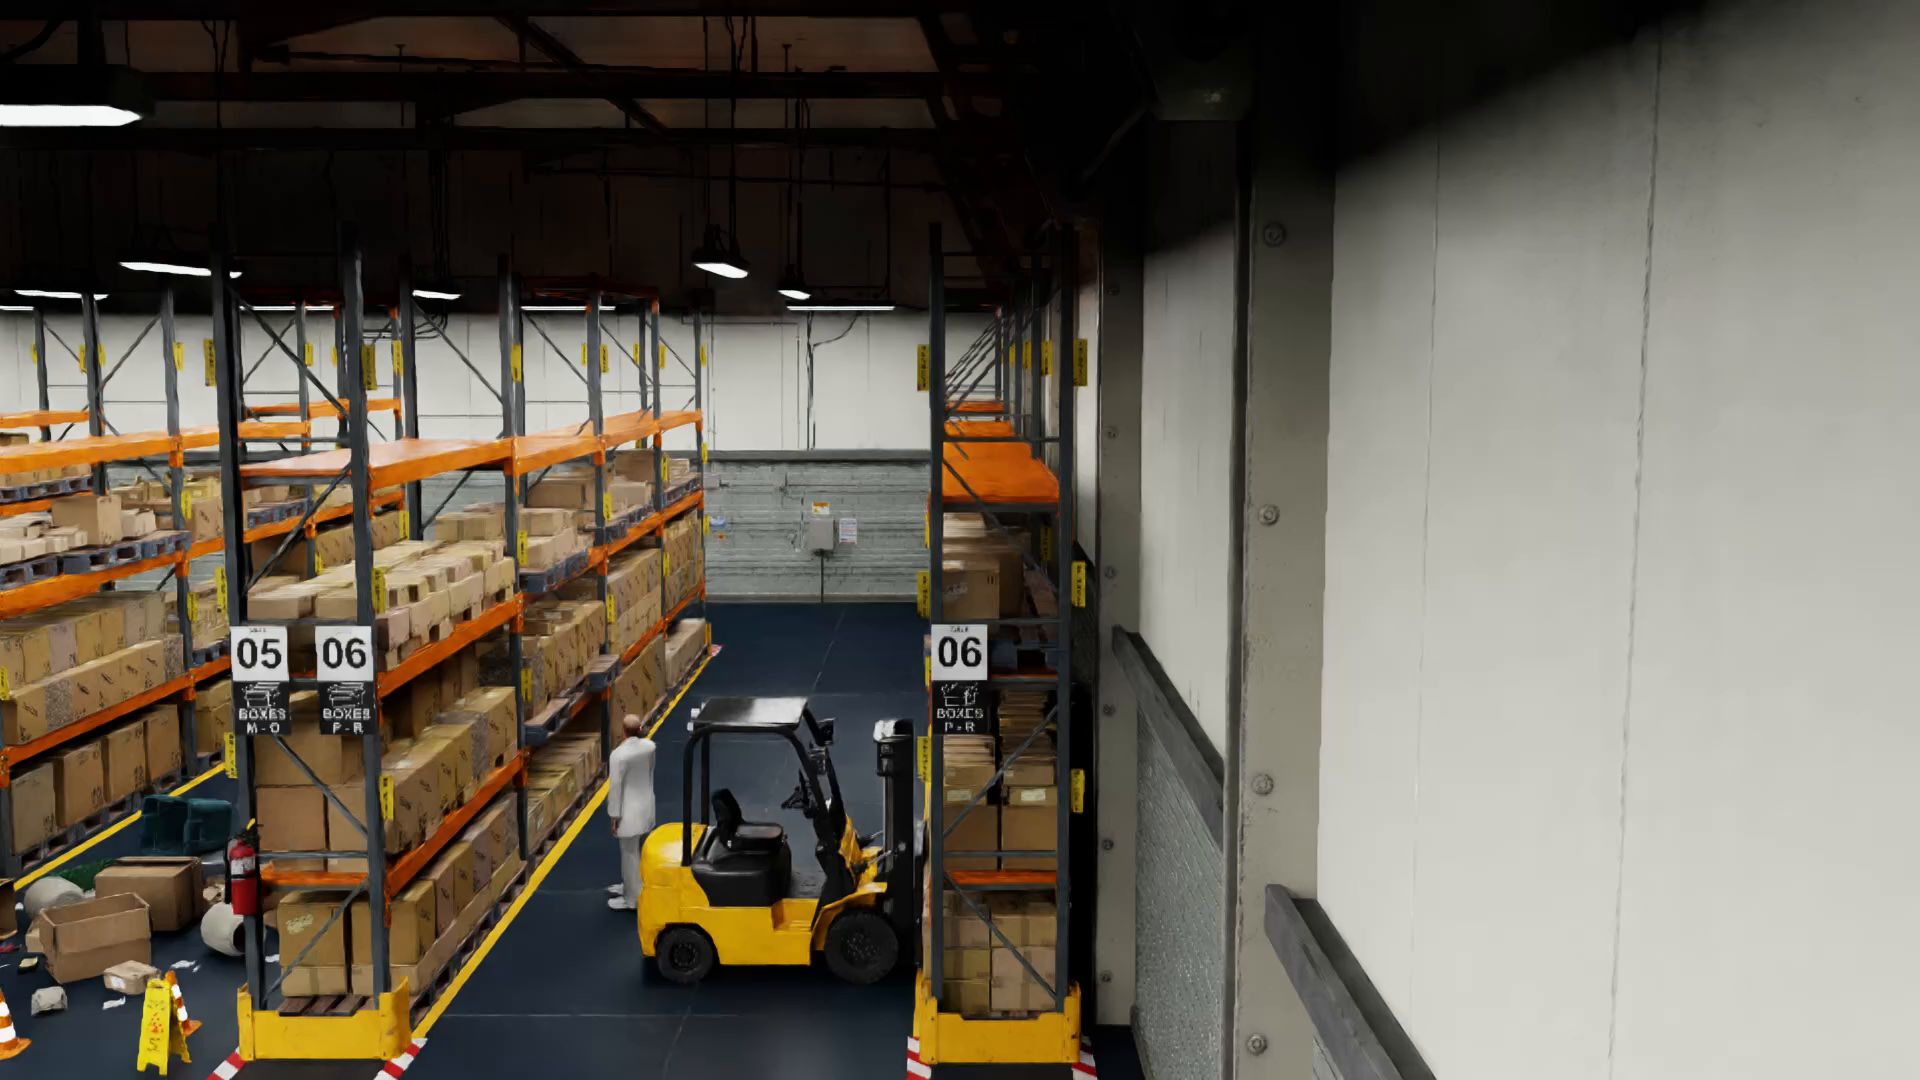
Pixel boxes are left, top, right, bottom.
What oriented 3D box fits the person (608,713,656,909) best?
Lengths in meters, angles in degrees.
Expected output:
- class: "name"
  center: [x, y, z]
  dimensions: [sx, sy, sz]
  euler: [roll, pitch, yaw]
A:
- class: "person"
  center: [-3.077, 2.478, 15.378]
  dimensions: [0.555, 1.781, 0.630]
  euler: [4, 8, 30]
